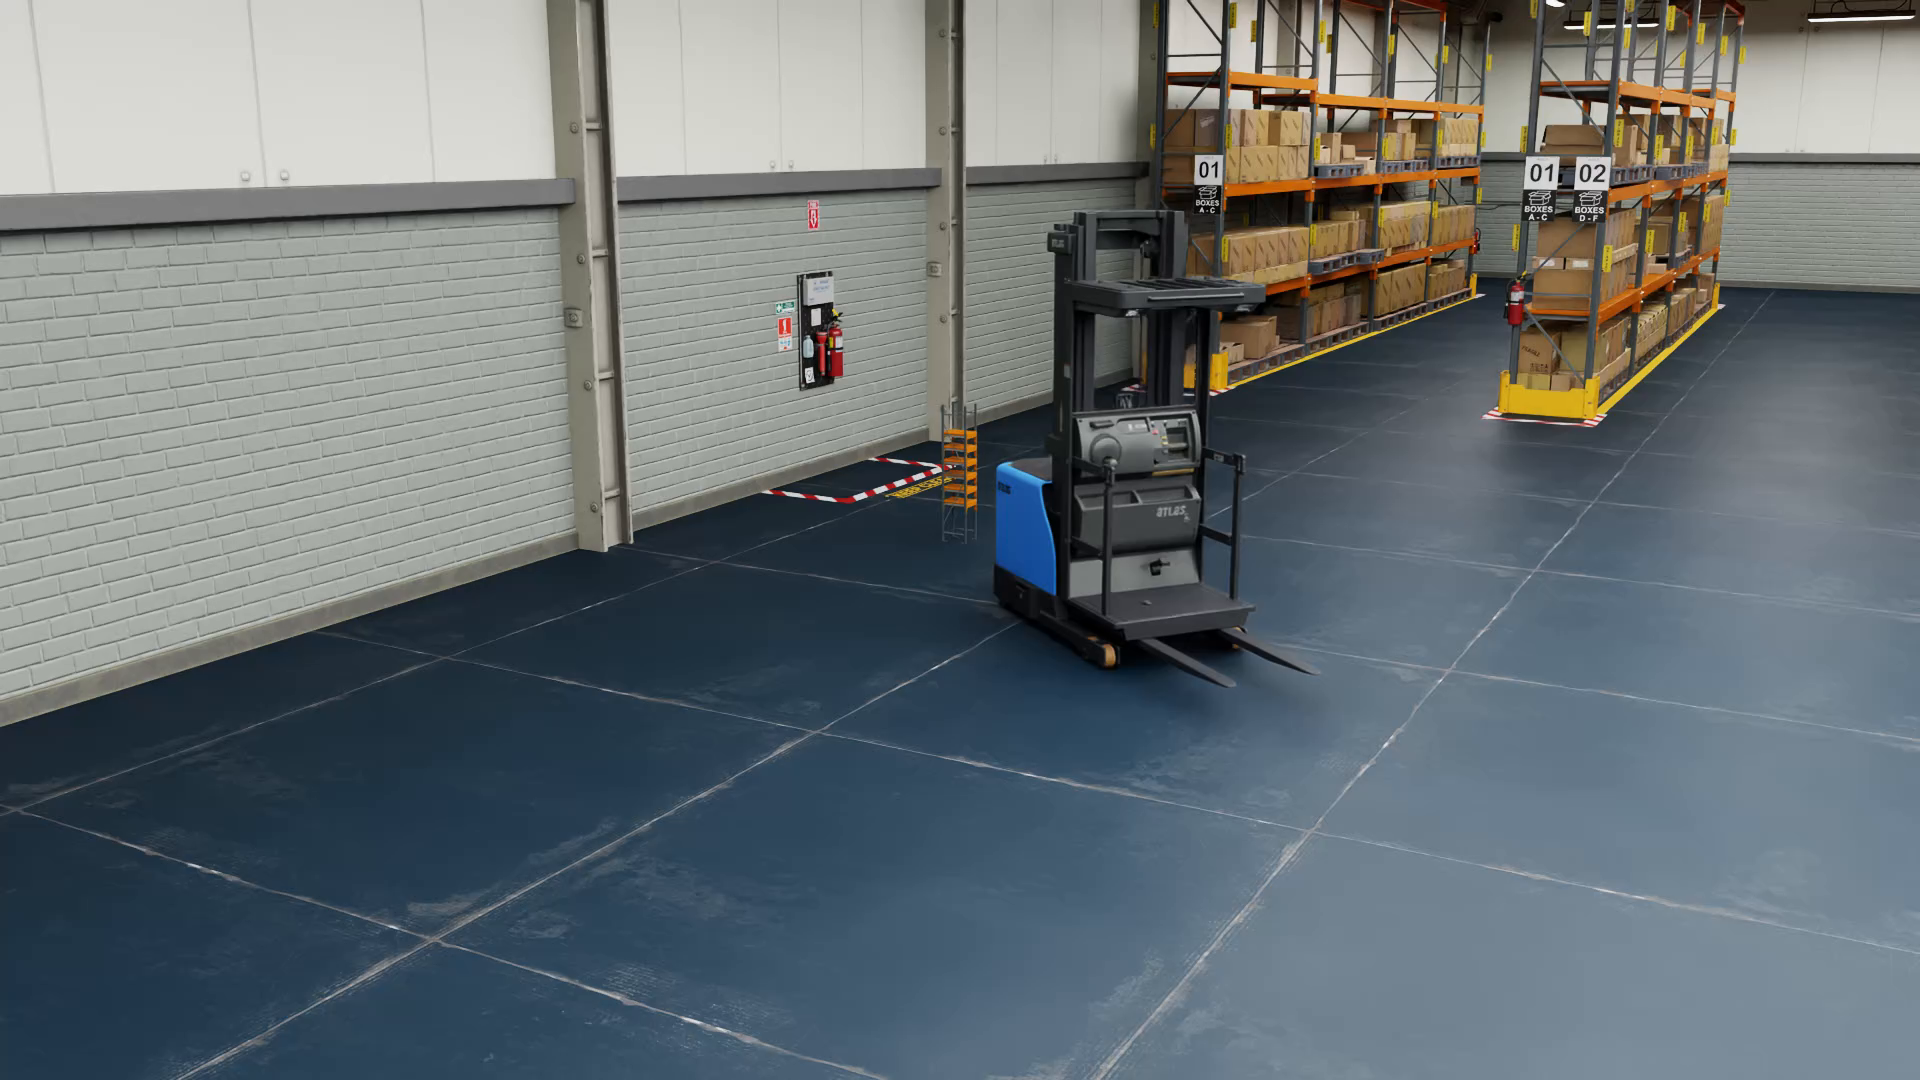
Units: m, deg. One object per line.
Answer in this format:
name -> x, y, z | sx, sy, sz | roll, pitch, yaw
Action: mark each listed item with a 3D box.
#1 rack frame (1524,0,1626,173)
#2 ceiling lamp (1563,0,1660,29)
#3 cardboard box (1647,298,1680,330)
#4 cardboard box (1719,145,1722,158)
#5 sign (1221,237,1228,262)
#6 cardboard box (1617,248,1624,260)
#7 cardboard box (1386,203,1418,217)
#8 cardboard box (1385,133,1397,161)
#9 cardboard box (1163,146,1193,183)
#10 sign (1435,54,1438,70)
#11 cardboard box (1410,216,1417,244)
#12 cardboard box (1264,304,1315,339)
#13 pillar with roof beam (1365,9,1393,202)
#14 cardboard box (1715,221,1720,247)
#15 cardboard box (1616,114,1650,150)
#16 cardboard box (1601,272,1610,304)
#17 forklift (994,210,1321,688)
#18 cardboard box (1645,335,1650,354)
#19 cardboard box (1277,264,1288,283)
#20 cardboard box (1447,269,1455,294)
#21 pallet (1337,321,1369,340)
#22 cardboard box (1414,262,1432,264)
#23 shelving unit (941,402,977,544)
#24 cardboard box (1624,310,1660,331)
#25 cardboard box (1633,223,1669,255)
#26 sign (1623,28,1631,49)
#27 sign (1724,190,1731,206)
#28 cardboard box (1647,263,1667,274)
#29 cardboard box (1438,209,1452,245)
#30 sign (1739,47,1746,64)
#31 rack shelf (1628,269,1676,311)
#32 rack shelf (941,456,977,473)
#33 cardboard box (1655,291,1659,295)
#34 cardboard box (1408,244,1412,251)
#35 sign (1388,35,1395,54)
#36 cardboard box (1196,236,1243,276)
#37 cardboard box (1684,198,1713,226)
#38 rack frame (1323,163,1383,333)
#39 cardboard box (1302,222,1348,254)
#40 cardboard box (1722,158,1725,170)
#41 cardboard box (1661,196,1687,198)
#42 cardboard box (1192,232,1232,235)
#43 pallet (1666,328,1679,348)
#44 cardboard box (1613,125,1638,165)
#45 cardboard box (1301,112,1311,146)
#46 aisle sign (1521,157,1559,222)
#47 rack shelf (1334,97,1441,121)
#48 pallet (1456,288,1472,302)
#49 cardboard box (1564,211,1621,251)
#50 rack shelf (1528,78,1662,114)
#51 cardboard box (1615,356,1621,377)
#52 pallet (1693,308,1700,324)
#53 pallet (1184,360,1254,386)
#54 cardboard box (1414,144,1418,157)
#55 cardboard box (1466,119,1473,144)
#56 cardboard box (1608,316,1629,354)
rack frame -> 7.497, -5.989, 20.177 | 1.000, 3.000, 0.127 | 7, 15, 28
ceiling lamp -> 14.402, -12.935, 36.531 | 2.000, 3.185, 0.800 | 7, 15, 28
cardboard box -> 12.083, -3.882, 28.630 | 0.500, 0.500, 0.500 | 7, 15, 26
cardboard box -> 14.484, -7.542, 32.268 | 0.500, 0.250, 0.500 | 7, 15, 28
sign -> 3.634, -3.993, 22.848 | 0.100, 0.325, 0.005 | 7, 15, 28
cardboard box -> 8.872, -3.917, 22.784 | 0.380, 0.149, 0.250 | 8, 16, 30
cardboard box -> 8.456, -6.330, 31.897 | 0.500, 0.250, 0.500 | 8, 16, 29
cardboard box -> 7.700, -7.328, 30.978 | 0.700, 0.500, 0.500 | 8, 16, 31
cardboard box -> 3.139, -5.264, 23.313 | 0.500, 0.500, 0.500 | 9, 16, 32
sign -> 10.411, -10.428, 36.256 | 0.100, 0.325, 0.005 | 7, 15, 28
cardboard box -> 8.469, -5.967, 31.994 | 0.500, 0.500, 0.500 | 7, 15, 28
cardboard box -> 5.434, -3.606, 27.484 | 0.700, 0.500, 0.500 | 8, 16, 30
pillar with roof beam -> 12.310, -8.766, 31.693 | 9.100, 9.000, 0.548 | 7, 15, 28
cardboard box -> 15.006, -6.175, 33.532 | 0.500, 0.500, 0.500 | 8, 15, 29
cardboard box -> 9.764, -5.970, 24.319 | 0.500, 0.500, 0.500 | 8, 15, 29
cardboard box -> 8.229, -3.425, 22.128 | 0.700, 0.500, 0.500 | 7, 15, 28
forklift -> 1.307, -0.686, 11.124 | 1.130, 2.935, 3.031 | -6, 15, -23
cardboard box -> 10.339, -3.027, 25.660 | 0.500, 0.250, 0.500 | 7, 15, 26
cardboard box -> 4.651, -4.053, 25.223 | 0.500, 0.250, 0.500 | 7, 15, 28
cardboard box -> 10.159, -5.544, 35.567 | 0.700, 0.500, 0.500 | 7, 15, 26
pallet -> 6.647, -3.759, 29.675 | 1.003, 0.211, 1.213 | 7, 15, 28
cardboard box -> 9.794, -5.801, 35.251 | 0.380, 0.149, 0.250 | 7, 15, 27
shelving unit -> -0.007, -0.580, 14.381 | 0.258, 1.200, 0.189 | 7, 15, 28
cardboard box -> 10.835, -3.508, 26.460 | 0.500, 0.311, 0.500 | 7, 15, 28
cardboard box -> 11.570, -5.109, 28.216 | 0.700, 0.500, 0.500 | 2, 14, 9
sign -> 10.885, -8.183, 27.113 | 0.100, 0.325, 0.005 | 7, 15, 28
sign -> 15.708, -7.005, 34.045 | 0.100, 0.325, 0.005 | 7, 15, 28
cardboard box -> 11.172, -4.376, 26.822 | 0.380, 0.149, 0.250 | 7, 15, 28
cardboard box -> 9.594, -6.500, 34.454 | 0.980, 0.700, 0.700 | 7, 15, 27
sign -> 15.708, -9.736, 33.387 | 0.100, 0.325, 0.005 | 7, 15, 28
rack shelf -> 10.398, -3.954, 26.070 | 1.077, 0.370, 4.000 | 7, 15, 28
rack shelf -> -0.007, -0.654, 14.363 | 0.258, 0.103, 0.180 | 7, 15, 28
cardboard box -> 12.355, -4.250, 30.155 | 0.500, 0.500, 0.500 | 8, 15, 29
cardboard box -> 8.526, -5.676, 32.169 | 0.380, 0.149, 0.250 | 7, 15, 28
sign -> 7.506, -8.624, 28.944 | 0.100, 0.325, 0.005 | 7, 15, 28
cardboard box -> 3.653, -3.999, 23.397 | 0.500, 0.500, 0.500 | 7, 15, 28
cardboard box -> 14.021, -6.240, 31.671 | 0.500, 0.500, 0.500 | 7, 15, 26
rack frame -> 7.027, -5.275, 30.013 | 1.000, 3.000, 0.127 | 7, 15, 28
cardboard box -> 6.225, -5.181, 28.474 | 0.700, 0.500, 0.500 | 7, 15, 28
cardboard box -> 14.963, -7.504, 33.180 | 0.500, 0.250, 0.500 | 7, 15, 28
cardboard box -> 14.050, -6.515, 32.809 | 0.500, 0.500, 0.500 | 7, 15, 28
cardboard box -> 3.699, -4.264, 24.499 | 0.500, 0.500, 0.500 | 7, 15, 27
pallet -> 11.759, -3.507, 28.632 | 1.003, 0.211, 1.213 | 7, 15, 28
cardboard box -> 8.539, -5.162, 21.736 | 0.500, 0.500, 0.500 | 7, 15, 28
cardboard box -> 5.088, -6.323, 25.572 | 0.500, 0.500, 0.500 | 6, 15, 23
aisle sign -> 7.208, -4.357, 20.657 | 0.394, 0.787, 0.004 | 7, 15, 28
rack shelf -> 7.993, -8.057, 31.143 | 1.077, 0.370, 4.000 | 7, 15, 28
pallet -> 10.576, -5.387, 36.430 | 1.003, 0.211, 1.213 | 7, 15, 28
cardboard box -> 8.494, -4.172, 22.458 | 0.700, 0.500, 0.500 | 7, 15, 28
rack shelf -> 8.464, -5.856, 22.010 | 1.077, 0.370, 4.000 | 7, 15, 28
cardboard box -> 8.919, -2.435, 23.206 | 0.500, 0.250, 0.500 | 7, 15, 28
pallet -> 13.631, -4.320, 32.003 | 1.003, 0.211, 1.213 | 7, 15, 28
pallet -> 3.620, -2.456, 24.271 | 1.003, 0.211, 1.213 | 7, 15, 28
cardboard box -> 9.086, -7.900, 33.714 | 0.500, 0.250, 0.500 | 8, 15, 29
cardboard box -> 10.527, -8.636, 35.166 | 0.500, 0.500, 0.500 | 8, 16, 30
cardboard box -> 9.146, -2.904, 23.551 | 0.500, 0.500, 0.500 | 7, 15, 28
